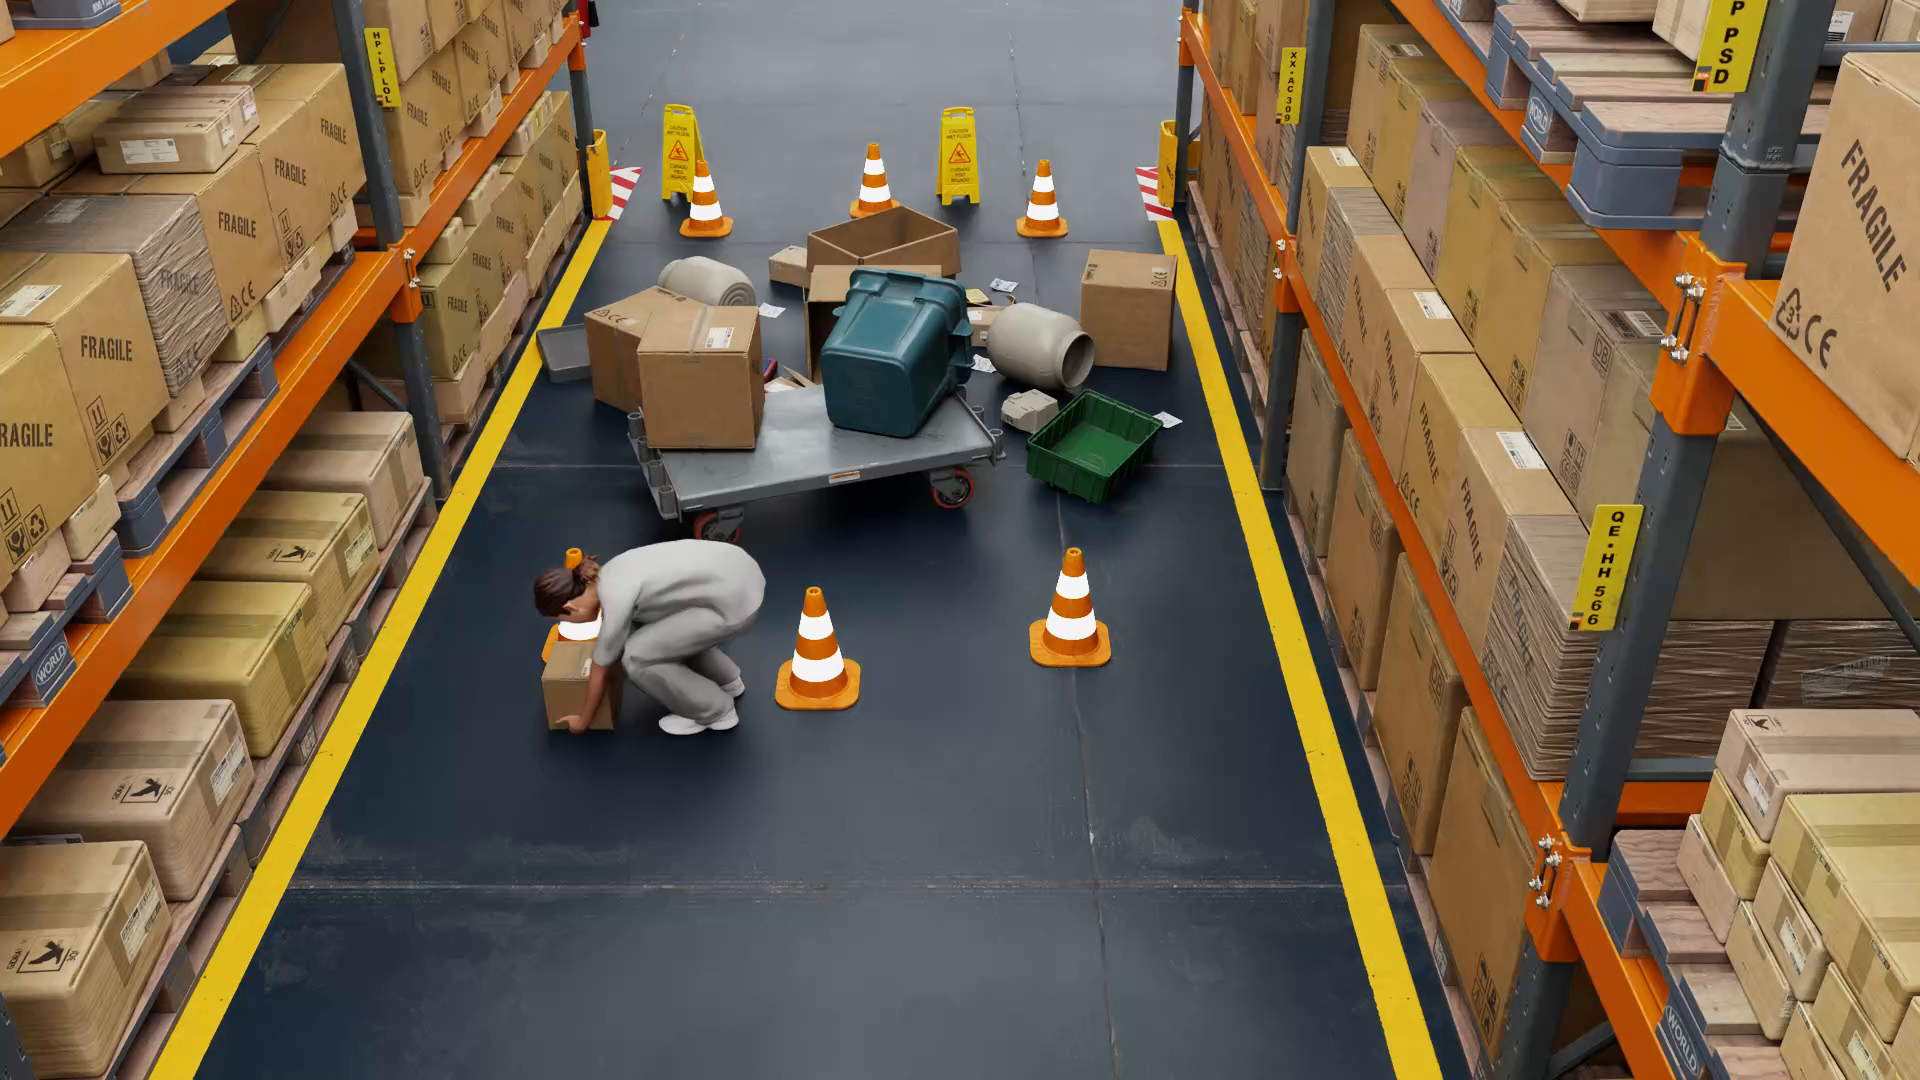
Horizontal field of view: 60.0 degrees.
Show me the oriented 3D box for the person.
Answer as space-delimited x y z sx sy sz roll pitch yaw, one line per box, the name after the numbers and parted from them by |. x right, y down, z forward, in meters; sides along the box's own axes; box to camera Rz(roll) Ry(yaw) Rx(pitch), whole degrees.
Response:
-1.179 0.375 6.442 0.867 0.766 0.462 -1 32 -2 | person
